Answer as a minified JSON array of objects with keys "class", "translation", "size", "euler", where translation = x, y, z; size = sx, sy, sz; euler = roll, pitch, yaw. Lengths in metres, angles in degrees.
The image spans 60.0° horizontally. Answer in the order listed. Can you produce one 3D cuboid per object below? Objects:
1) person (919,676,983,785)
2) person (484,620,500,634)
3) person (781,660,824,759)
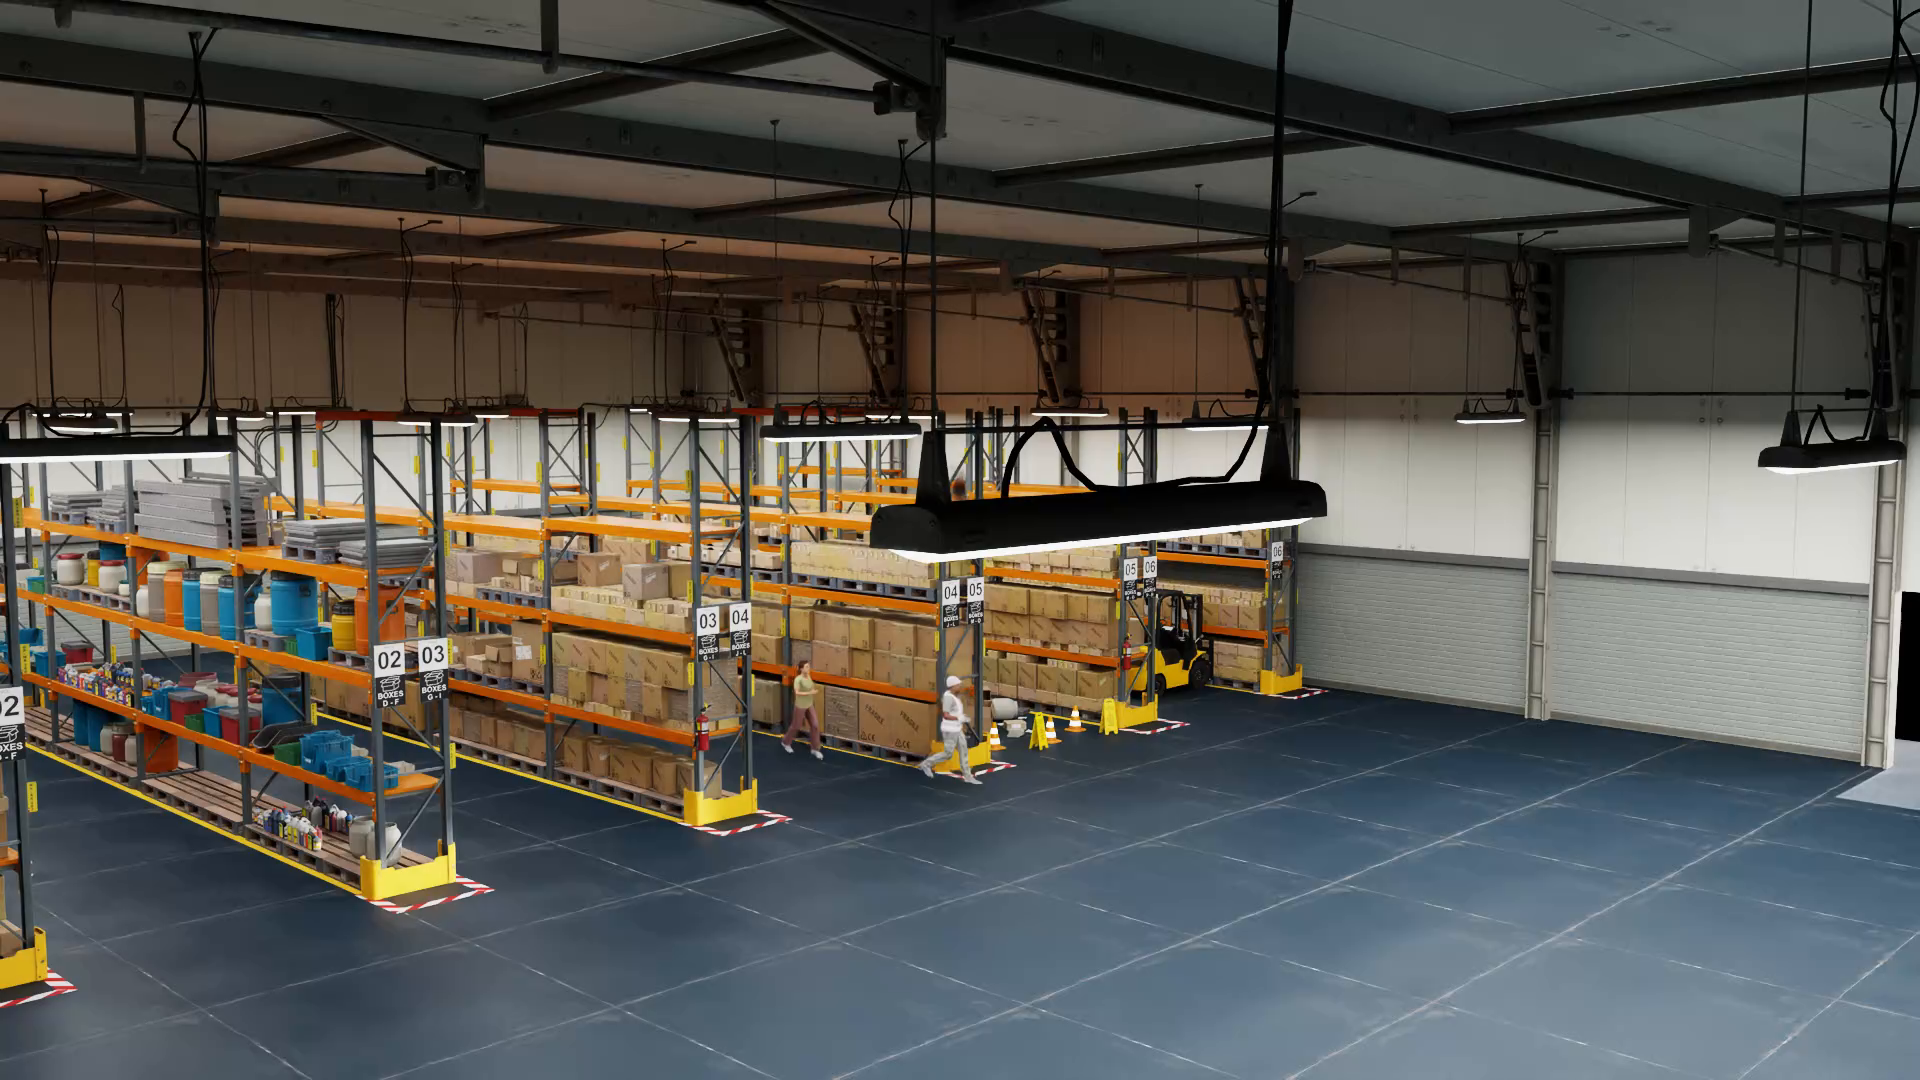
[{"class":"person","translation":[-0.144,3.070,26.816],"size":[1.032,1.778,0.696],"euler":[1,5,11]},{"class":"person","translation":[-11.877,1.778,41.932],"size":[0.615,1.701,0.918],"euler":[2,5,23]},{"class":"person","translation":[-2.743,2.920,28.871],"size":[0.909,1.697,0.553],"euler":[4,6,36]}]
